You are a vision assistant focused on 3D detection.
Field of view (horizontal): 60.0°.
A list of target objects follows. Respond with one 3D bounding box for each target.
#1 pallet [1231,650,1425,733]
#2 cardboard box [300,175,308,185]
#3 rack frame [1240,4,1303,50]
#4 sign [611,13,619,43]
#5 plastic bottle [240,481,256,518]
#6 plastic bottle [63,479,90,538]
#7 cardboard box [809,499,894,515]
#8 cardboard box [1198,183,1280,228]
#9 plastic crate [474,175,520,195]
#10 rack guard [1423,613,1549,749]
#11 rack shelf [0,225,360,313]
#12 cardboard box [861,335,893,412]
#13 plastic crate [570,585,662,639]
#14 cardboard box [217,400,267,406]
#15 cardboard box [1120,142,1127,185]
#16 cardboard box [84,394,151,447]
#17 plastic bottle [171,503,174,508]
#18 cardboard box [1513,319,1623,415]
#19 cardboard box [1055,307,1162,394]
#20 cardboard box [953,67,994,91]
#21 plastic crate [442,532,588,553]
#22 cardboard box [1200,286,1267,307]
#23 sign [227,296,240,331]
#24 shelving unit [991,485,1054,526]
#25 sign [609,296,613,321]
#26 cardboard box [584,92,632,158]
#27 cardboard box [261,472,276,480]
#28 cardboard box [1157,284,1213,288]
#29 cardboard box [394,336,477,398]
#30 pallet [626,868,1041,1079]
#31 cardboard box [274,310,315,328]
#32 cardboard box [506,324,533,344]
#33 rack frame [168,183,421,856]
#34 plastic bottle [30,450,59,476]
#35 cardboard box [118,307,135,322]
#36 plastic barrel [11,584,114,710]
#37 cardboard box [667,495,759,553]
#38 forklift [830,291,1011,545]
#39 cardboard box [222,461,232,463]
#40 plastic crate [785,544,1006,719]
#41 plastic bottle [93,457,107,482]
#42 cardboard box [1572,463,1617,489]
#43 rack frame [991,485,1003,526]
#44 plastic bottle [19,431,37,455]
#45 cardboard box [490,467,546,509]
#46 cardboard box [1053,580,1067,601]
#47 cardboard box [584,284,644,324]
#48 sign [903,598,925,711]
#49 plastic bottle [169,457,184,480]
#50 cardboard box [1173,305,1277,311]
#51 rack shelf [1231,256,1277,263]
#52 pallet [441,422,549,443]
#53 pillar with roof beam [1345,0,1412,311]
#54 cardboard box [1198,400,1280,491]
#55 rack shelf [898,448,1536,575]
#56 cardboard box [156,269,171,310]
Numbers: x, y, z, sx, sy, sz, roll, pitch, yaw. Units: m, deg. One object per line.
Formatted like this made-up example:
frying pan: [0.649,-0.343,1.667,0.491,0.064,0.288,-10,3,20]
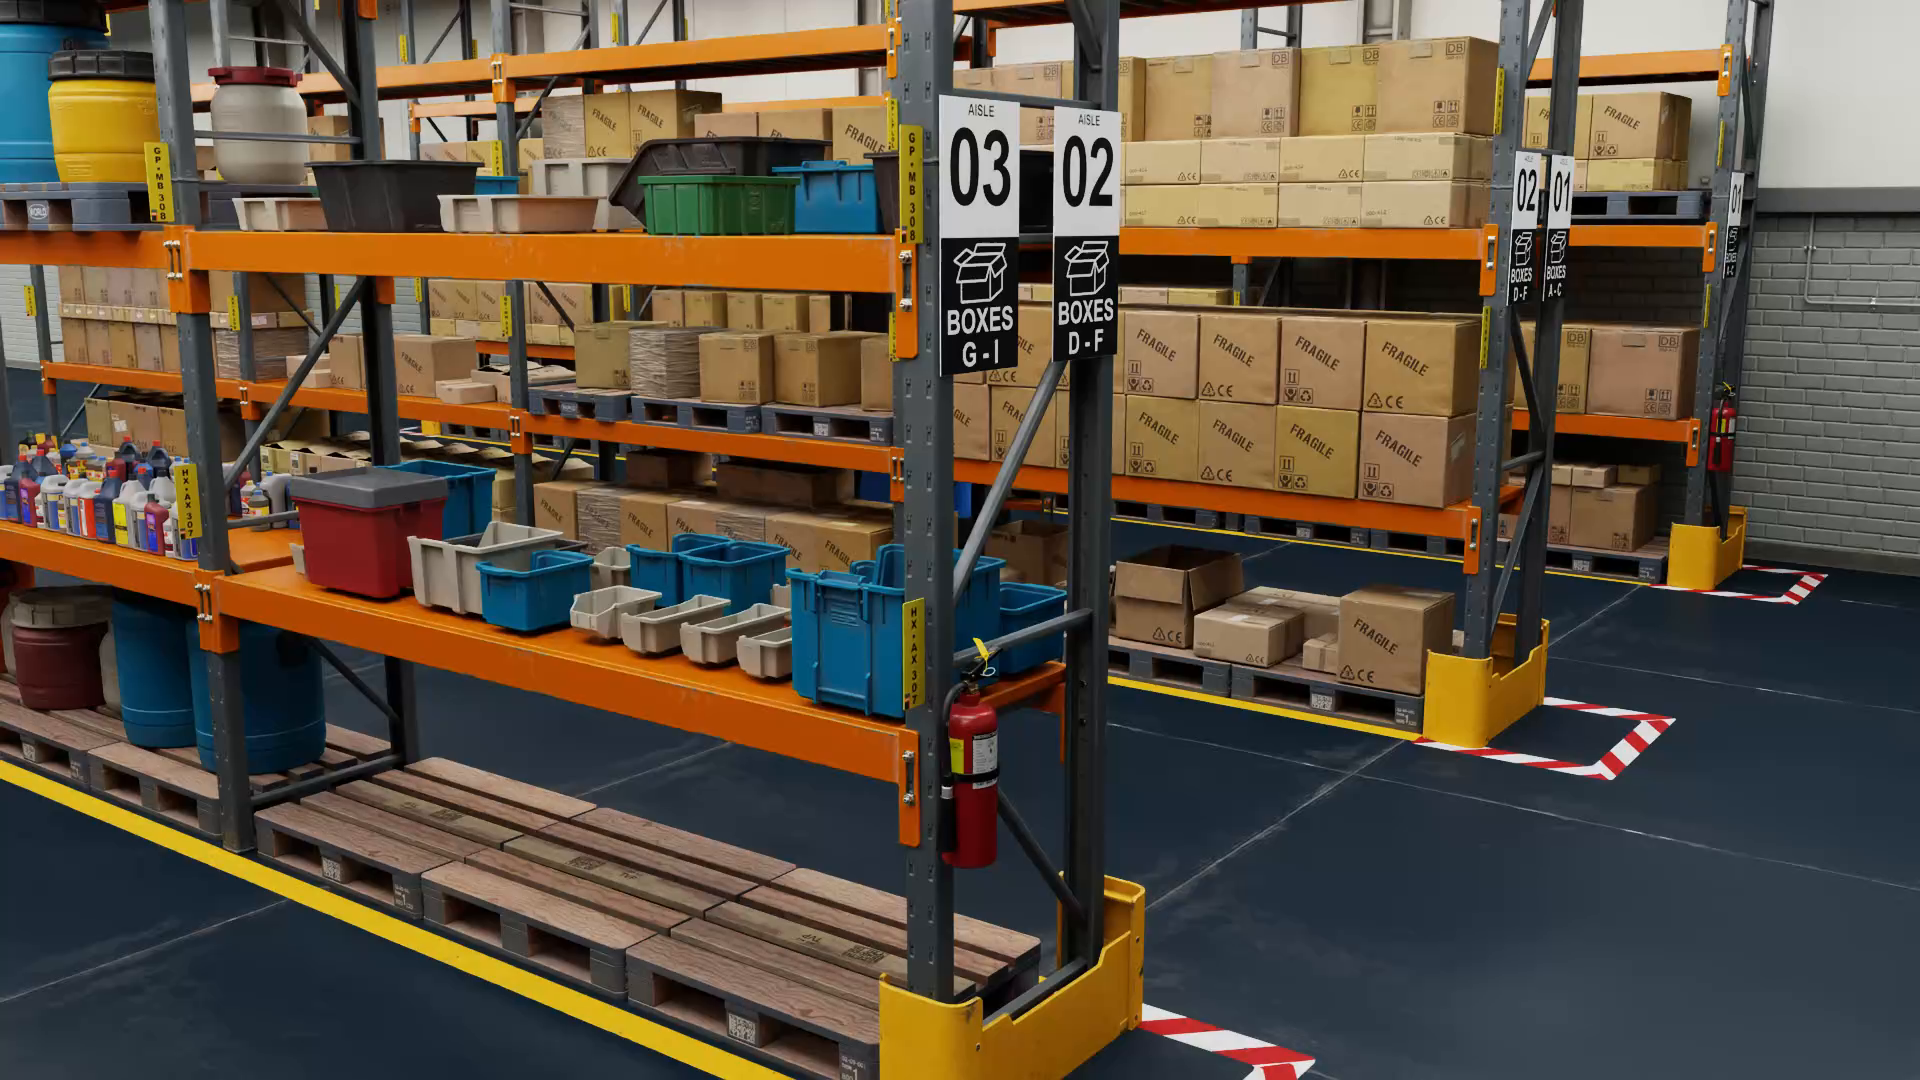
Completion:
pallet: [2.406,0.847,10.096,1.213,0.211,1.003,8,13,36]
cardboard box: [-6.070,-3.308,15.622,0.500,0.250,0.500,10,15,41]
rack frame: [2.816,-4.578,15.002,0.127,3.000,1.000,8,13,36]
sign: [-3.968,-5.894,19.136,0.005,0.325,0.100,8,13,36]
plastic bottle: [-3.725,-0.209,8.736,0.097,0.201,0.097,0,11,0]
plastic bottle: [-4.367,-0.163,8.300,0.135,0.276,0.152,8,13,36]
cardboard box: [-0.796,-0.013,12.620,0.500,0.500,0.500,8,14,36]
cardboard box: [1.733,-1.953,9.723,0.500,0.250,0.500,8,13,36]
plastic crate: [-2.126,-1.453,7.186,0.300,0.233,0.416,8,13,36]
rack guard: [3.049,0.795,9.606,0.348,0.500,1.175,8,13,36]
rack shelf: [-4.660,-1.460,8.677,4.000,0.370,1.077,8,13,36]
cardboard box: [-0.363,-1.217,12.052,0.500,0.500,0.700,3,11,16]
plastic crate: [-1.302,0.277,6.237,0.250,0.136,0.298,8,13,36]
cardboard box: [-7.556,-1.210,17.547,0.500,0.500,0.500,8,13,36]
cardboard box: [0.932,-2.312,10.263,0.500,0.250,0.500,8,13,36]
cardboard box: [-9.081,-1.297,17.996,0.500,0.500,0.500,8,13,36]
plastic bottle: [-3.793,-0.075,8.046,0.097,0.201,0.097,0,11,0]
cardboard box: [5.030,-1.466,13.921,0.700,0.700,0.980,8,13,35]
cardboard box: [0.930,-1.202,10.450,0.500,0.500,0.500,7,13,34]
cardboard box: [0.301,-2.838,11.008,0.500,0.500,0.700,8,13,36]
plastic crate: [-1.987,0.074,7.314,0.590,0.125,0.437,8,13,36]
cardboard box: [2.599,-2.297,15.934,0.500,0.250,0.500,8,14,37]
sign: [-6.889,-2.152,15.769,0.005,0.325,0.100,8,13,36]
shelving unit: [0.550,-0.546,14.693,0.503,1.200,0.258,5,12,25]
sign: [-3.024,-1.937,14.306,0.005,0.325,0.100,8,13,36]
cardboard box: [-2.579,-3.229,13.030,0.500,0.500,0.500,8,13,36]
cardboard box: [-6.383,-0.546,16.089,0.500,0.250,0.500,8,13,34]
cardboard box: [2.174,-2.355,16.233,0.500,0.250,0.500,8,14,36]
cardboard box: [-4.700,-1.559,14.927,0.500,0.500,0.500,7,13,33]
pallet: [-0.466,1.604,6.182,1.213,0.211,1.003,8,13,36]
cardboard box: [-6.663,-2.201,16.537,0.250,0.149,0.380,8,13,35]
cardboard box: [-5.411,-2.643,21.136,0.500,0.250,0.500,8,14,36]
rack frame: [-3.048,-0.116,7.732,0.127,3.000,1.000,8,13,36]
plastic bottle: [-4.889,-0.307,8.850,0.185,0.351,0.144,8,13,36]
cardboard box: [-8.557,-2.369,17.407,0.250,0.149,0.380,8,13,35]
plastic barrel: [-4.958,0.591,9.318,0.708,0.588,0.600,8,13,36]
cardboard box: [-1.889,-0.044,12.784,0.500,0.500,0.500,7,13,34]
forklift: [-1.098,-1.522,15.182,3.031,2.935,1.130,5,12,23]
cardboard box: [-7.462,-0.706,16.915,0.500,0.250,0.500,8,13,36]
plastic crate: [-0.205,0.278,5.445,0.499,0.435,0.616,8,13,36]
plastic bottle: [-4.955,-0.381,9.623,0.097,0.201,0.097,0,11,0]
cardboard box: [5.205,-0.530,13.641,0.250,0.149,0.380,8,13,35]
rack frame: [0.329,-0.566,14.794,0.015,1.200,0.240,5,12,25]
plastic bottle: [-5.694,-0.528,10.170,0.133,0.283,0.061,8,13,36]
cardboard box: [-3.905,-0.476,14.251,0.500,0.311,0.500,8,14,37]
cardboard box: [0.851,0.363,11.601,0.250,0.149,0.380,8,13,36]
cardboard box: [-4.196,-2.842,20.192,0.500,0.500,0.500,8,13,35]
sign: [-0.137,0.340,4.947,0.005,0.325,0.100,8,13,36]
plastic bottle: [-4.285,-0.321,9.133,0.097,0.271,0.097,0,11,0]
cardboard box: [1.673,-1.226,10.574,0.500,0.500,0.500,8,13,35]
rack shelf: [1.204,-2.977,16.517,4.000,0.370,1.077,8,13,36]
pallet: [-6.161,-1.507,22.266,1.213,0.211,1.003,8,13,36]
pillar with roof beam: [1.344,-3.973,11.873,0.400,9.000,9.100,8,13,36]
cardboard box: [1.769,-0.597,9.953,0.500,0.500,0.500,8,14,36]
rack shelf: [1.499,-0.296,10.555,4.000,0.370,1.077,8,13,36]
cardboard box: [-7.734,-2.621,17.003,0.500,0.500,0.700,8,13,36]
